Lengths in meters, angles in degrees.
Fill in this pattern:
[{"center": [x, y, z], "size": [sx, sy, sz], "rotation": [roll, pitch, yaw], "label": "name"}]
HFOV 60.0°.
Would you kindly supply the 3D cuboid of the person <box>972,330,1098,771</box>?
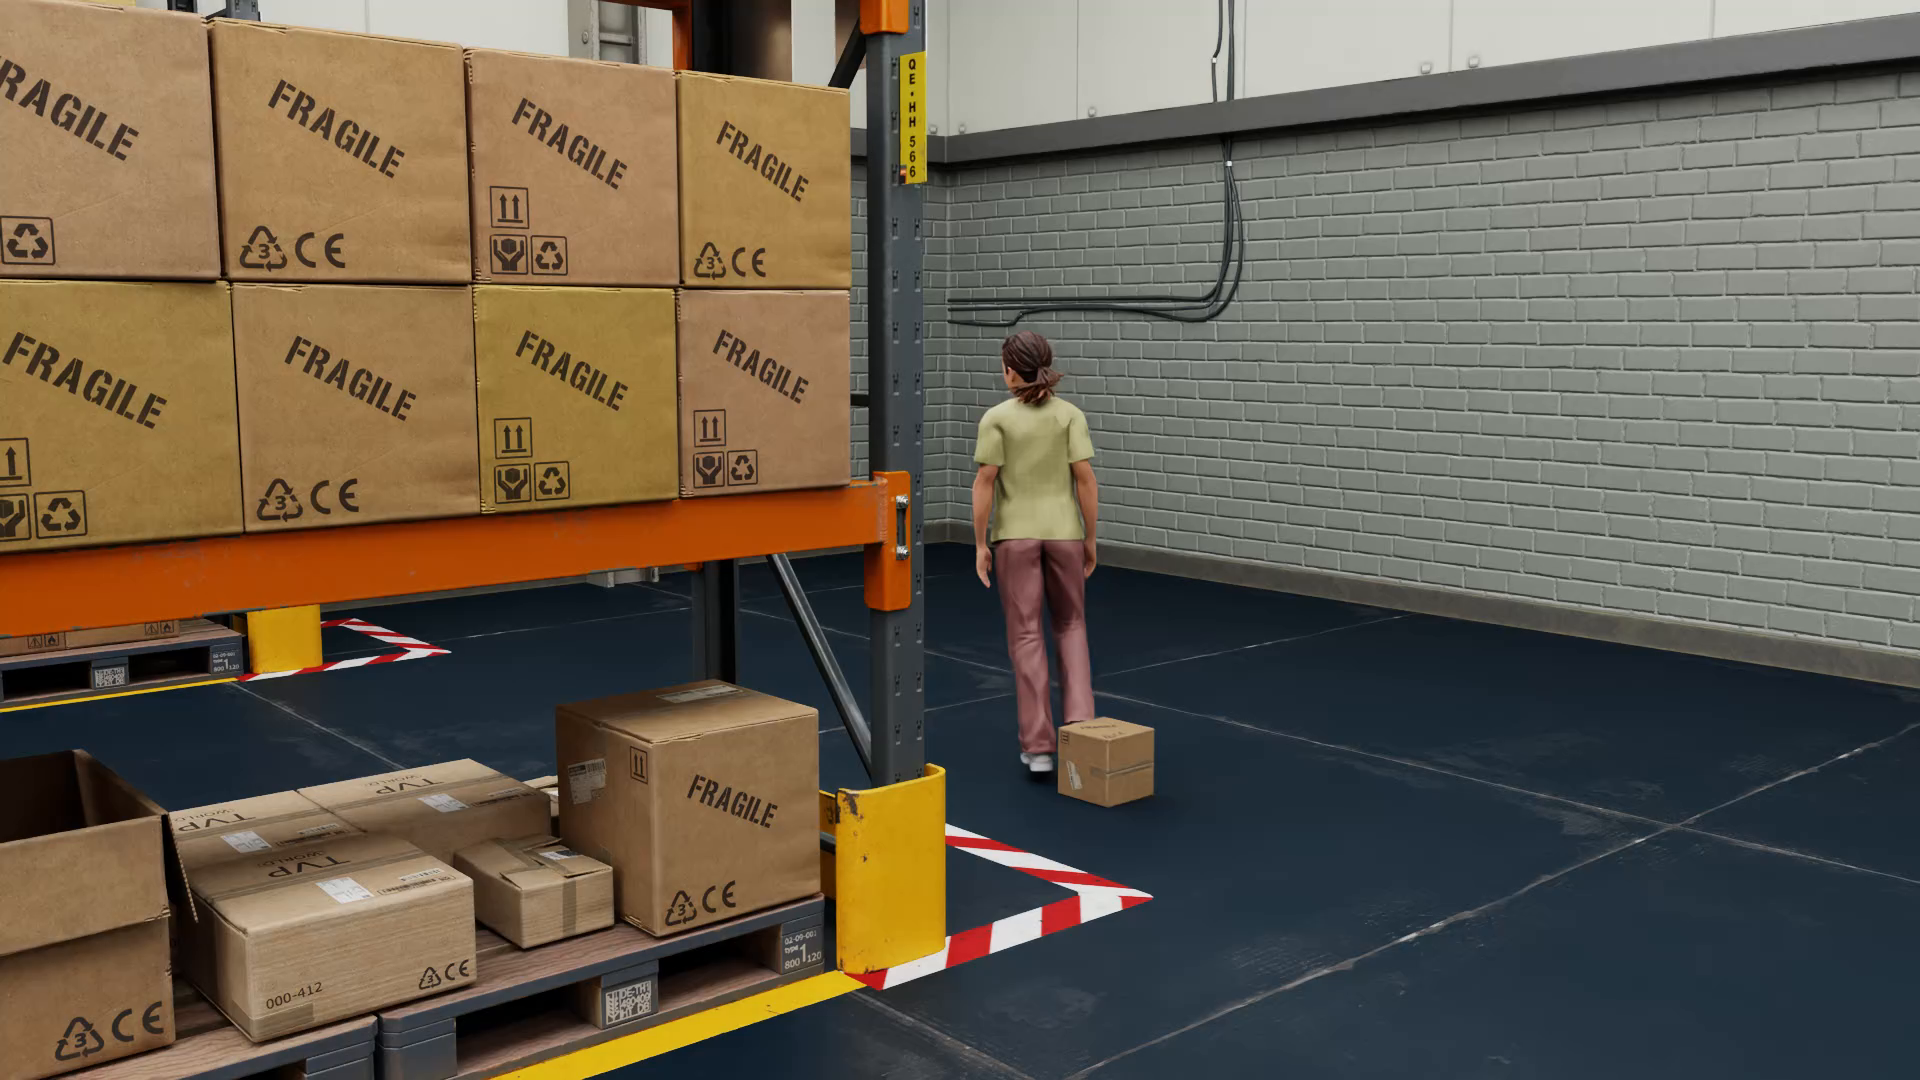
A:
[{"center": [0.333, 0.034, 6.363], "size": [0.576, 1.661, 0.446], "rotation": [-1, 8, -9], "label": "person"}]
